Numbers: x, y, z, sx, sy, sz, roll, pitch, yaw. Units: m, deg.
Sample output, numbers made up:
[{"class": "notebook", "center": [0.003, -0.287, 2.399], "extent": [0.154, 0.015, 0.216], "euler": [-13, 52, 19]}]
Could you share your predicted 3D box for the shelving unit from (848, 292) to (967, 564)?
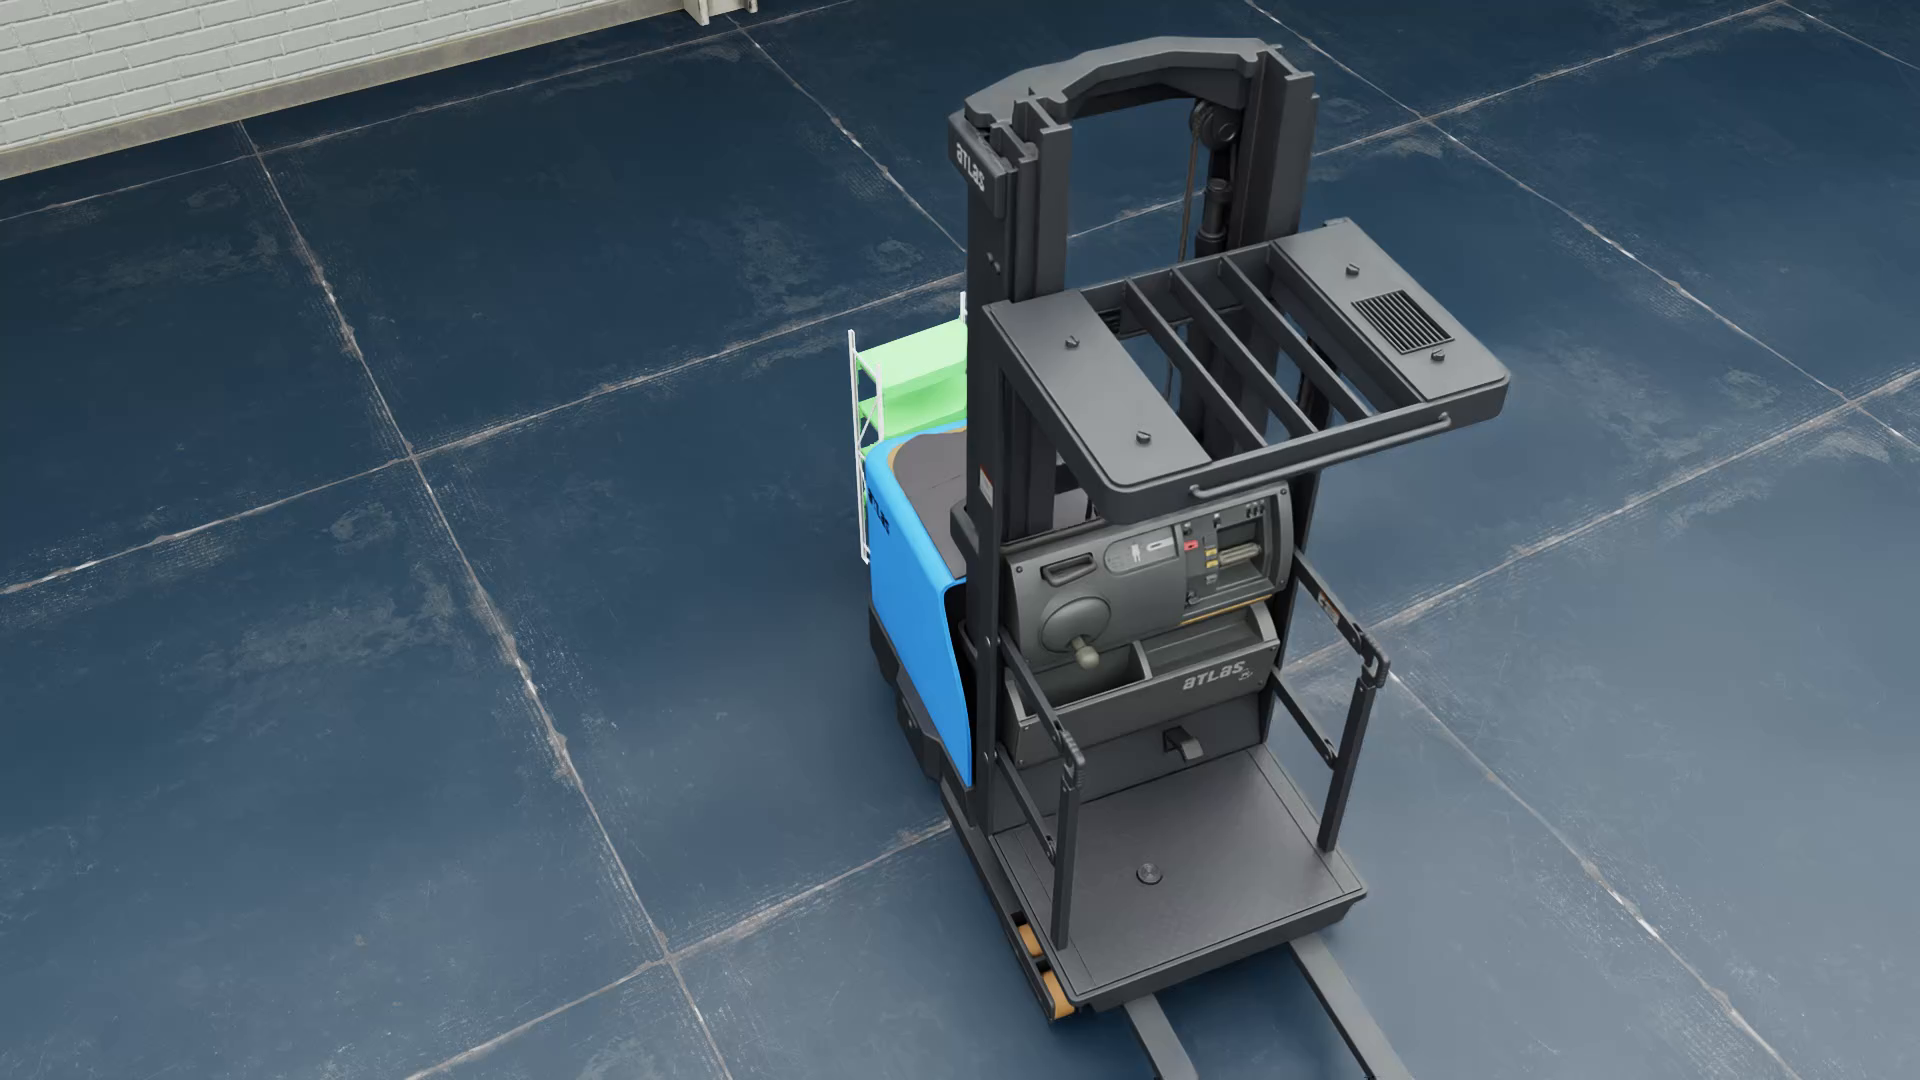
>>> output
[{"class": "shelving unit", "center": [-0.144, -0.373, 6.702], "extent": [0.503, 1.200, 0.258], "euler": [-22, 48, -21]}]

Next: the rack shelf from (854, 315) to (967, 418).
[{"class": "rack shelf", "center": [-0.144, -0.672, 6.413], "extent": [0.480, 0.148, 0.258], "euler": [-22, 48, -21]}]

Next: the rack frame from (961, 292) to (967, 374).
[{"class": "rack frame", "center": [0.068, -0.458, 6.790], "extent": [0.015, 1.200, 0.240], "euler": [-22, 48, -21]}]

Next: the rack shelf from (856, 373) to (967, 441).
[{"class": "rack shelf", "center": [-0.144, -0.500, 6.580], "extent": [0.480, 0.148, 0.258], "euler": [-22, 48, -21]}]

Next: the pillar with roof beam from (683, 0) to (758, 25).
[{"class": "pillar with roof beam", "center": [0.601, -4.051, 4.892], "extent": [0.400, 9.000, 9.100], "euler": [-22, 48, -21]}]

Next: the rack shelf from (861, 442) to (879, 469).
[{"class": "rack shelf", "center": [-0.144, -0.327, 6.747], "extent": [0.480, 0.148, 0.258], "euler": [-22, 48, -21]}]

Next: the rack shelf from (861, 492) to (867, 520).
[{"class": "rack shelf", "center": [-0.144, -0.155, 6.914], "extent": [0.480, 0.148, 0.258], "euler": [-22, 48, -21]}]

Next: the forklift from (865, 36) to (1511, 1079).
[{"class": "forklift", "center": [0.671, 0.197, 4.872], "extent": [1.130, 2.935, 3.031], "euler": [-16, 46, -16]}]

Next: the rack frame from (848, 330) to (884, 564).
[{"class": "rack frame", "center": [-0.355, -0.288, 6.615], "extent": [0.015, 1.200, 0.240], "euler": [-22, 48, -21]}]
